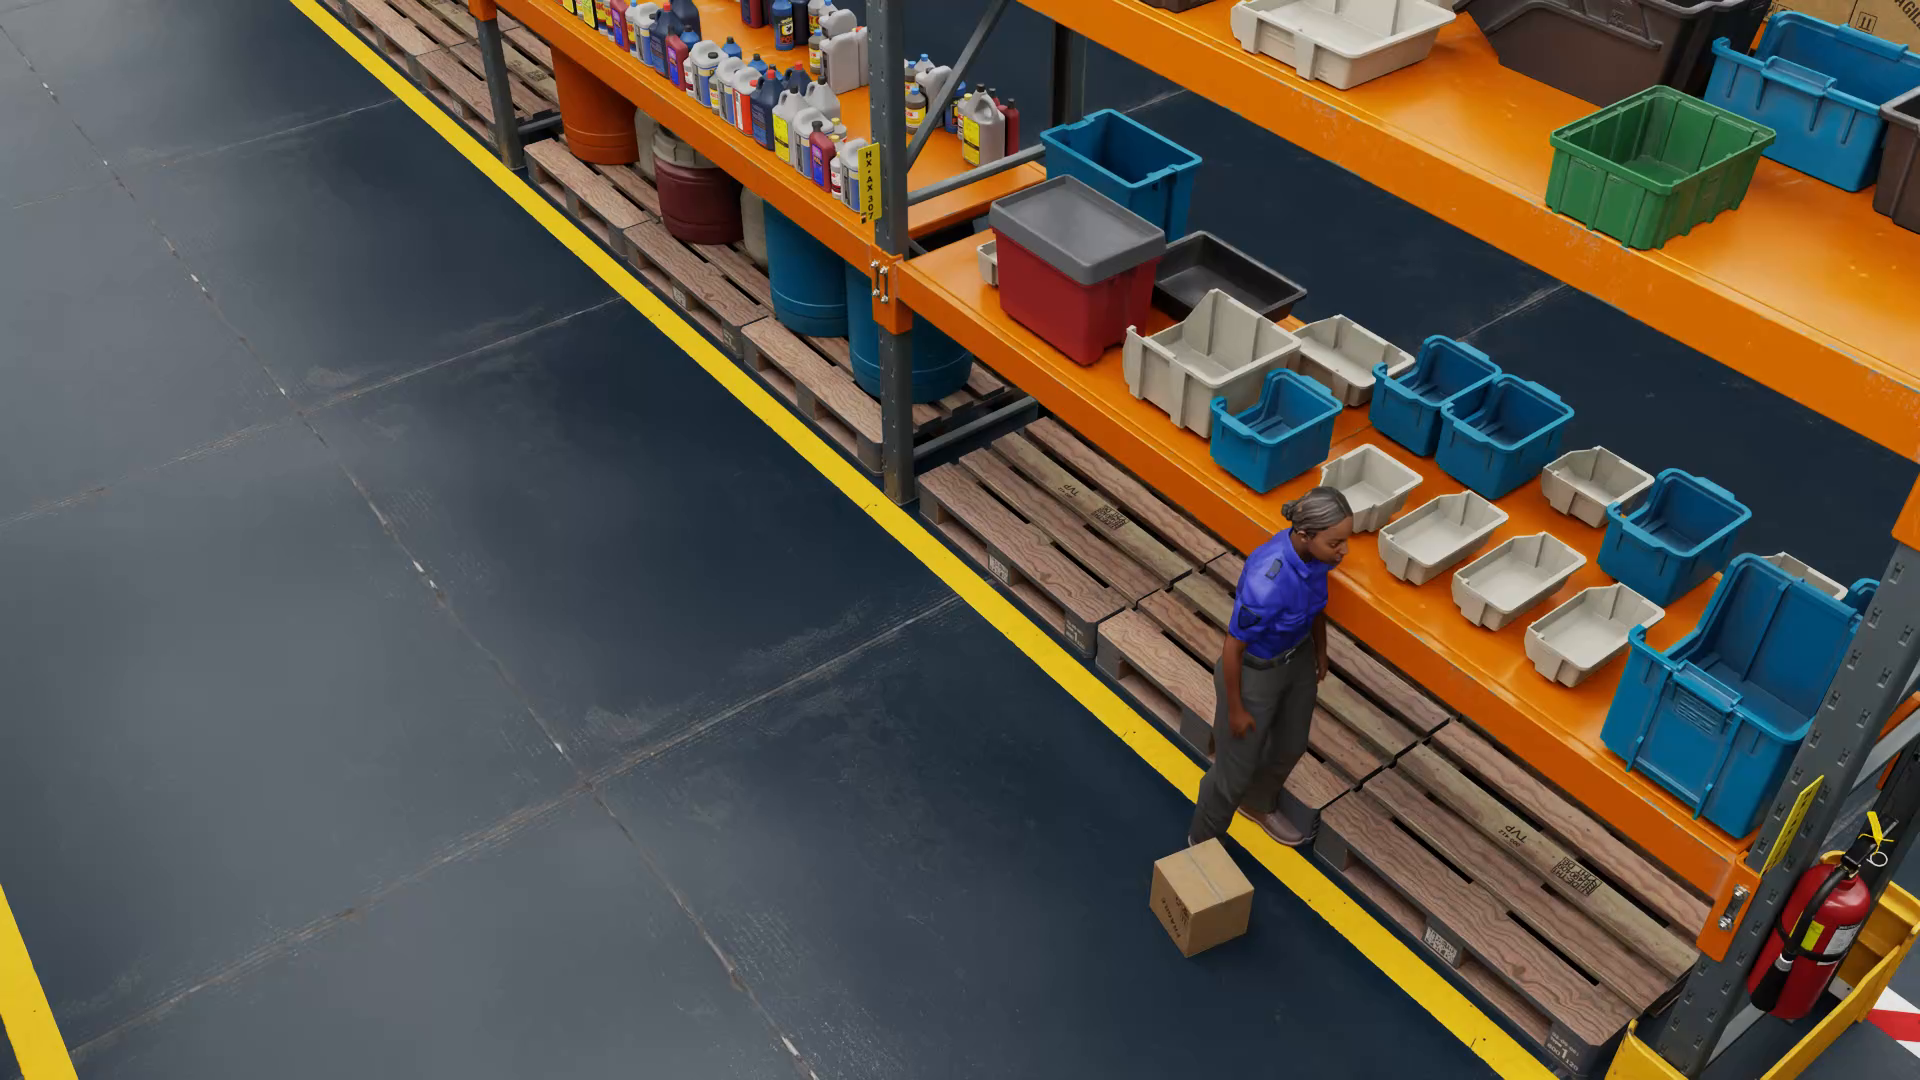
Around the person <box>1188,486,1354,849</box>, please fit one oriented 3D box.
[{"bbox_3d":[1.053,0.467,5.614,0.534,1.655,0.347,-29,49,-30],"label":"person"}]
